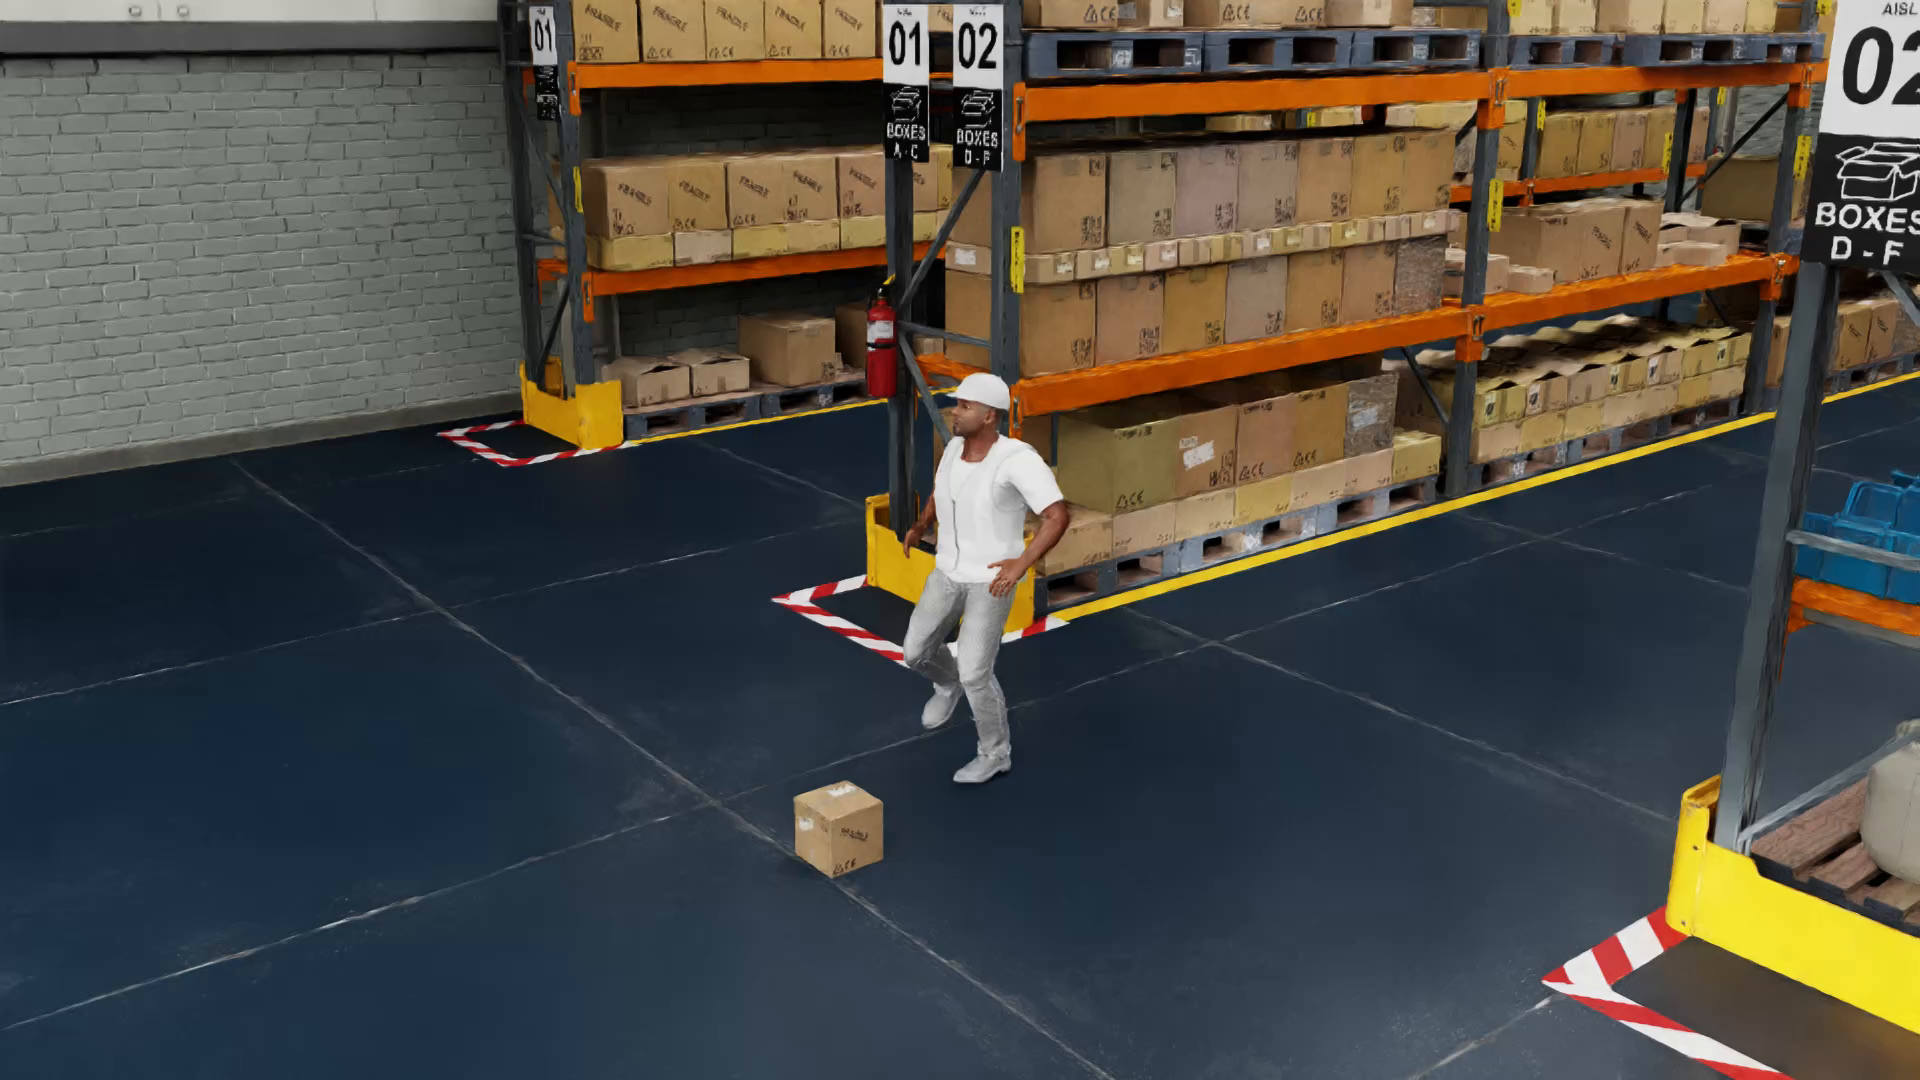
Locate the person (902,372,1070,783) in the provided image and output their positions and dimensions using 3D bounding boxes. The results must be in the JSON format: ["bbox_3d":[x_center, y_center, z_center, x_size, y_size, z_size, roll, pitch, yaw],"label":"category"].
[{"bbox_3d":[0.068,0.150,7.094,0.801,1.733,0.502,16,24,41],"label":"person"}]
